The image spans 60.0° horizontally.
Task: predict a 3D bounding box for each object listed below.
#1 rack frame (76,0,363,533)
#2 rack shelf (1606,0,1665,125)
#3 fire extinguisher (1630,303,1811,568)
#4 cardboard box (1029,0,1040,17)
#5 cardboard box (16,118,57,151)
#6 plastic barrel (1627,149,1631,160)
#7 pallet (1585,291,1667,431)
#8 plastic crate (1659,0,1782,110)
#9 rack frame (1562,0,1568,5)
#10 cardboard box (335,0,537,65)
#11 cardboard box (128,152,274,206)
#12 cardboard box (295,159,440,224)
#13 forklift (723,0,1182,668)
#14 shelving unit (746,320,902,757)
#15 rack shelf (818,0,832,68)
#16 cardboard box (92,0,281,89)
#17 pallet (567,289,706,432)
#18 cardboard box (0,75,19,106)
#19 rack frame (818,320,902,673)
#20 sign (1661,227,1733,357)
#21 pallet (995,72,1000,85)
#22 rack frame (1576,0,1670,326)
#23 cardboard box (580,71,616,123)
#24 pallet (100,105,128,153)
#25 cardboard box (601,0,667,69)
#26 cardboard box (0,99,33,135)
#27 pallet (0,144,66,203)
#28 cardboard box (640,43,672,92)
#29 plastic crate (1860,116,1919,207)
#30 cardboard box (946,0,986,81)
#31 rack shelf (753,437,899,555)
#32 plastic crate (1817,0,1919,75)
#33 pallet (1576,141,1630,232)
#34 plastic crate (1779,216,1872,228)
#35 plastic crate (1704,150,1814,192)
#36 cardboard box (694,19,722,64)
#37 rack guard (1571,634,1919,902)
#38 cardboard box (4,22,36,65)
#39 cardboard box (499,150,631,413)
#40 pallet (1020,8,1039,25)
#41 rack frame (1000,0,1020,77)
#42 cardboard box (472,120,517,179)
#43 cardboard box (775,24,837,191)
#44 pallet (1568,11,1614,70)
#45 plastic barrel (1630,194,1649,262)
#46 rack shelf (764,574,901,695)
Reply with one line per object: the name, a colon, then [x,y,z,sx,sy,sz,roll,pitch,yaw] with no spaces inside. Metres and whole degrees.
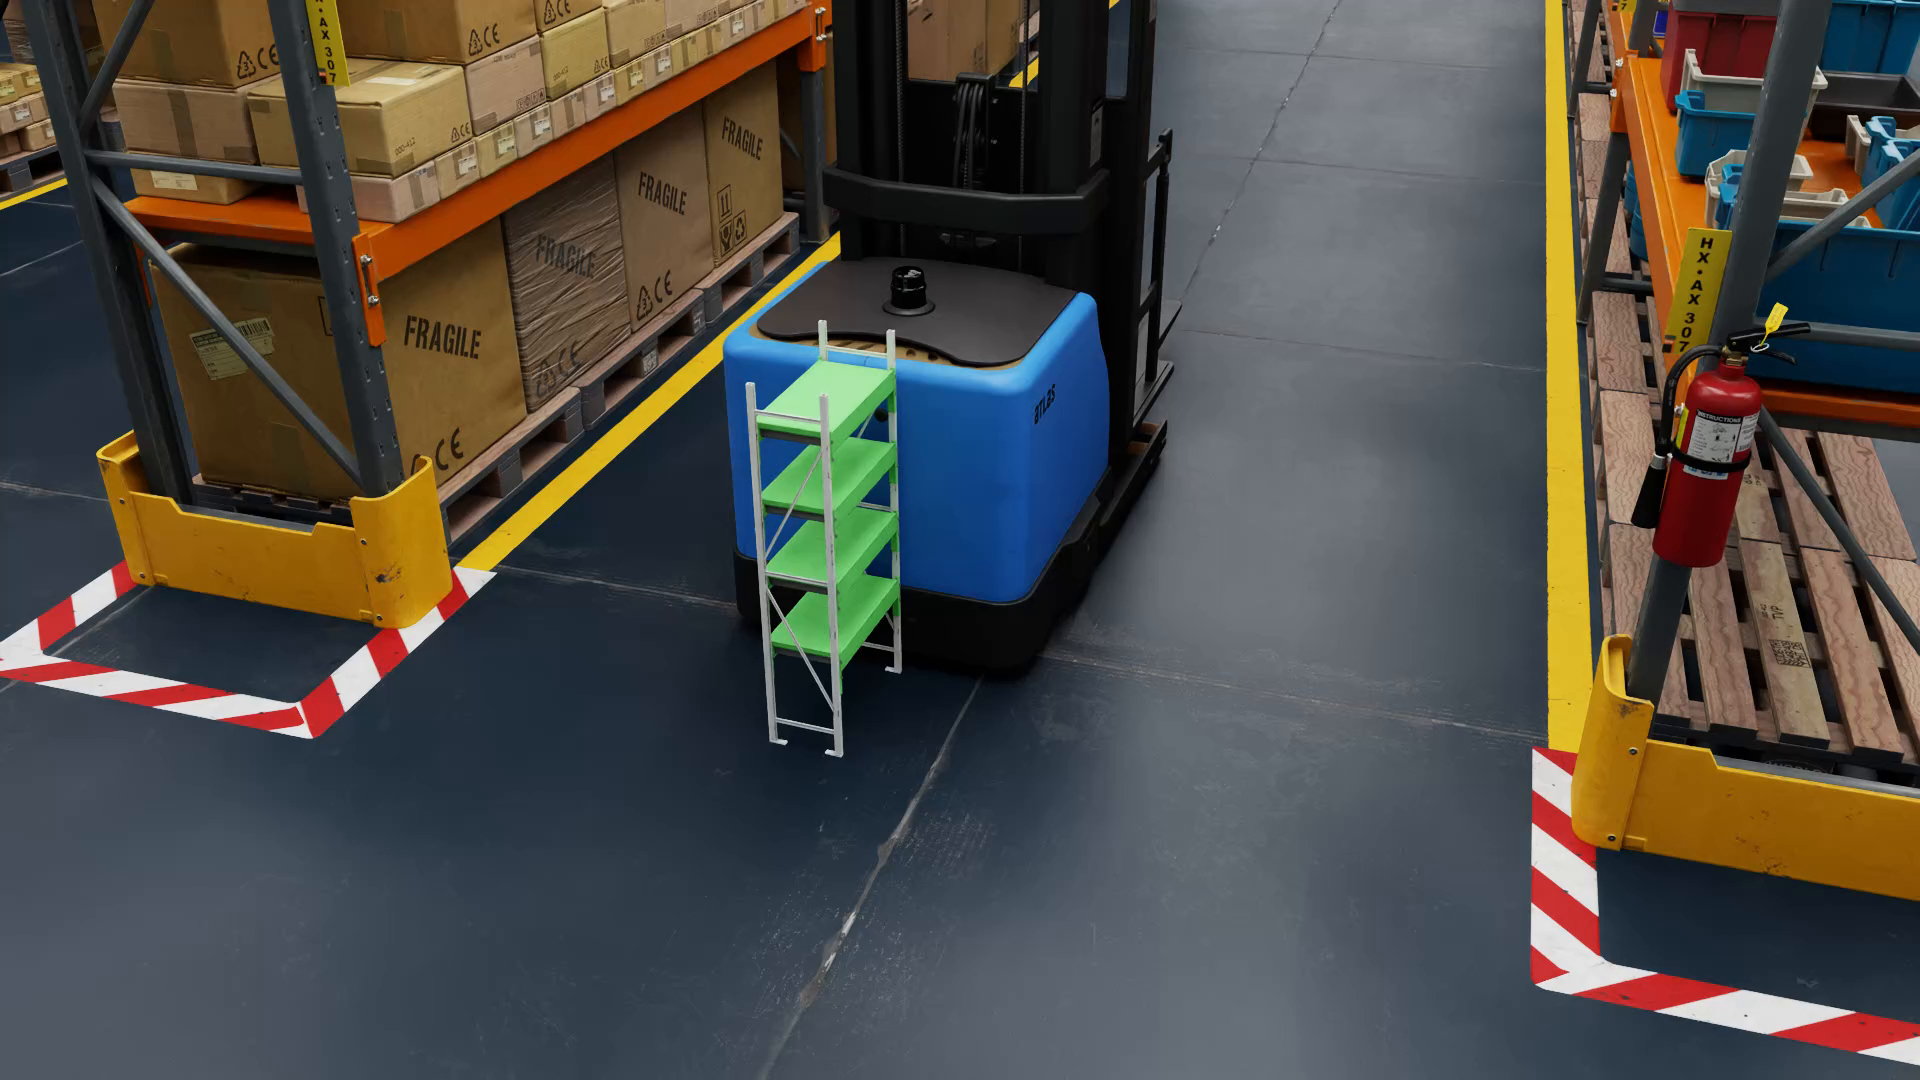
rack frame: [-2.398,-1.171,5.269,0.949,2.616,0.053,8,30,15]
rack shelf: [4.101,-2.938,9.185,1.077,0.370,4.000,8,30,15]
fire extinguisher: [1.861,-0.262,4.098,0.296,0.674,0.183,8,30,15]
cardboard box: [0.281,-4.562,13.484,0.700,0.500,0.500,6,30,11]
cardboard box: [-5.722,-2.491,10.143,0.380,0.149,0.250,9,30,16]
plastic barrel: [4.229,-2.557,9.809,0.600,0.588,0.708,8,30,15]
pallet: [3.335,-0.757,7.393,1.003,0.211,1.213,8,30,15]
plastic crate: [3.012,-1.998,6.628,0.402,0.464,0.583,8,30,15]
rack frame: [5.862,-6.040,14.023,1.000,3.000,0.127,8,30,15]
cardboard box: [-1.849,-1.980,5.800,0.500,0.500,0.500,8,30,14]
cardboard box: [-2.605,-1.273,5.711,0.380,0.149,0.250,9,30,16]
cardboard box: [-1.975,-1.179,5.541,0.380,0.149,0.250,9,30,15]
forklift: [0.211,-1.569,6.055,1.130,2.935,3.031,10,31,17]
shelving unit: [-0.389,0.003,5.011,0.258,1.200,0.503,10,31,17]
rack shelf: [-0.634,-3.644,10.456,1.077,0.370,4.000,8,30,15]
cardboard box: [-2.503,-1.827,5.525,0.500,0.500,0.500,9,30,15]
pallet: [-1.875,-0.900,7.650,1.003,0.211,1.213,8,30,15]
cardboard box: [-5.825,-2.655,9.825,0.380,0.149,0.250,9,30,15]
rack frame: [-0.307,-0.109,5.211,0.240,1.200,0.015,10,31,17]
sign: [1.809,-0.606,4.086,0.100,0.325,0.005,8,30,15]
pallet: [-0.350,-3.314,11.990,1.003,0.211,1.213,8,30,15]
rack frame: [3.514,-2.323,7.340,1.000,3.000,0.127,8,30,15]
cardboard box: [-1.600,-1.776,6.616,0.380,0.149,0.250,8,30,14]
pallet: [-5.706,-2.928,11.295,1.003,0.211,1.213,8,30,15]
cardboard box: [-1.551,-2.138,6.856,0.500,0.250,0.500,8,30,14]
cardboard box: [-5.789,-2.532,9.911,0.380,0.149,0.250,7,30,12]
pallet: [-6.096,-2.248,10.074,1.003,0.211,1.213,8,30,15]
cardboard box: [-1.450,-2.016,7.046,0.380,0.149,0.250,9,30,16]
plastic crate: [3.202,-1.236,5.497,0.416,0.233,0.300,8,30,15]
cardboard box: [-0.538,-3.412,11.052,1.225,0.875,0.875,9,30,15]
rack shelf: [-0.389,-0.151,4.925,0.258,0.148,0.480,10,31,17]
plastic crate: [3.703,-2.076,6.851,0.392,0.384,0.575,8,30,15]
pallet: [4.136,-2.025,9.674,1.003,0.211,1.213,8,30,15]
plastic crate: [2.505,-0.912,5.014,0.396,0.136,0.243,8,30,15]
plastic crate: [2.632,-1.185,5.505,0.298,0.136,0.250,8,30,15]
cardboard box: [-1.299,-2.253,7.472,0.380,0.149,0.250,9,30,16]
rack guard: [2.345,0.642,4.582,1.175,0.500,0.348,8,30,15]
cardboard box: [-5.956,-3.255,11.155,0.500,0.500,0.500,8,30,14]
cardboard box: [-2.017,-1.157,6.998,0.875,0.875,0.875,8,30,15]
pallet: [0.544,-4.598,14.298,1.003,0.211,1.213,8,30,15]
rack frame: [-0.047,-4.888,11.952,1.000,3.000,0.127,8,30,15]
cardboard box: [-1.827,-1.417,5.970,0.380,0.149,0.250,8,30,14]
cardboard box: [-1.052,-2.585,9.564,1.225,0.875,0.875,9,30,15]
pallet: [5.312,-3.883,13.012,1.003,0.211,1.213,8,30,15]
plastic barrel: [3.690,-1.840,8.198,0.600,0.901,0.708,8,30,15]
rack shelf: [-0.389,0.268,5.158,0.258,0.148,0.480,10,31,17]
